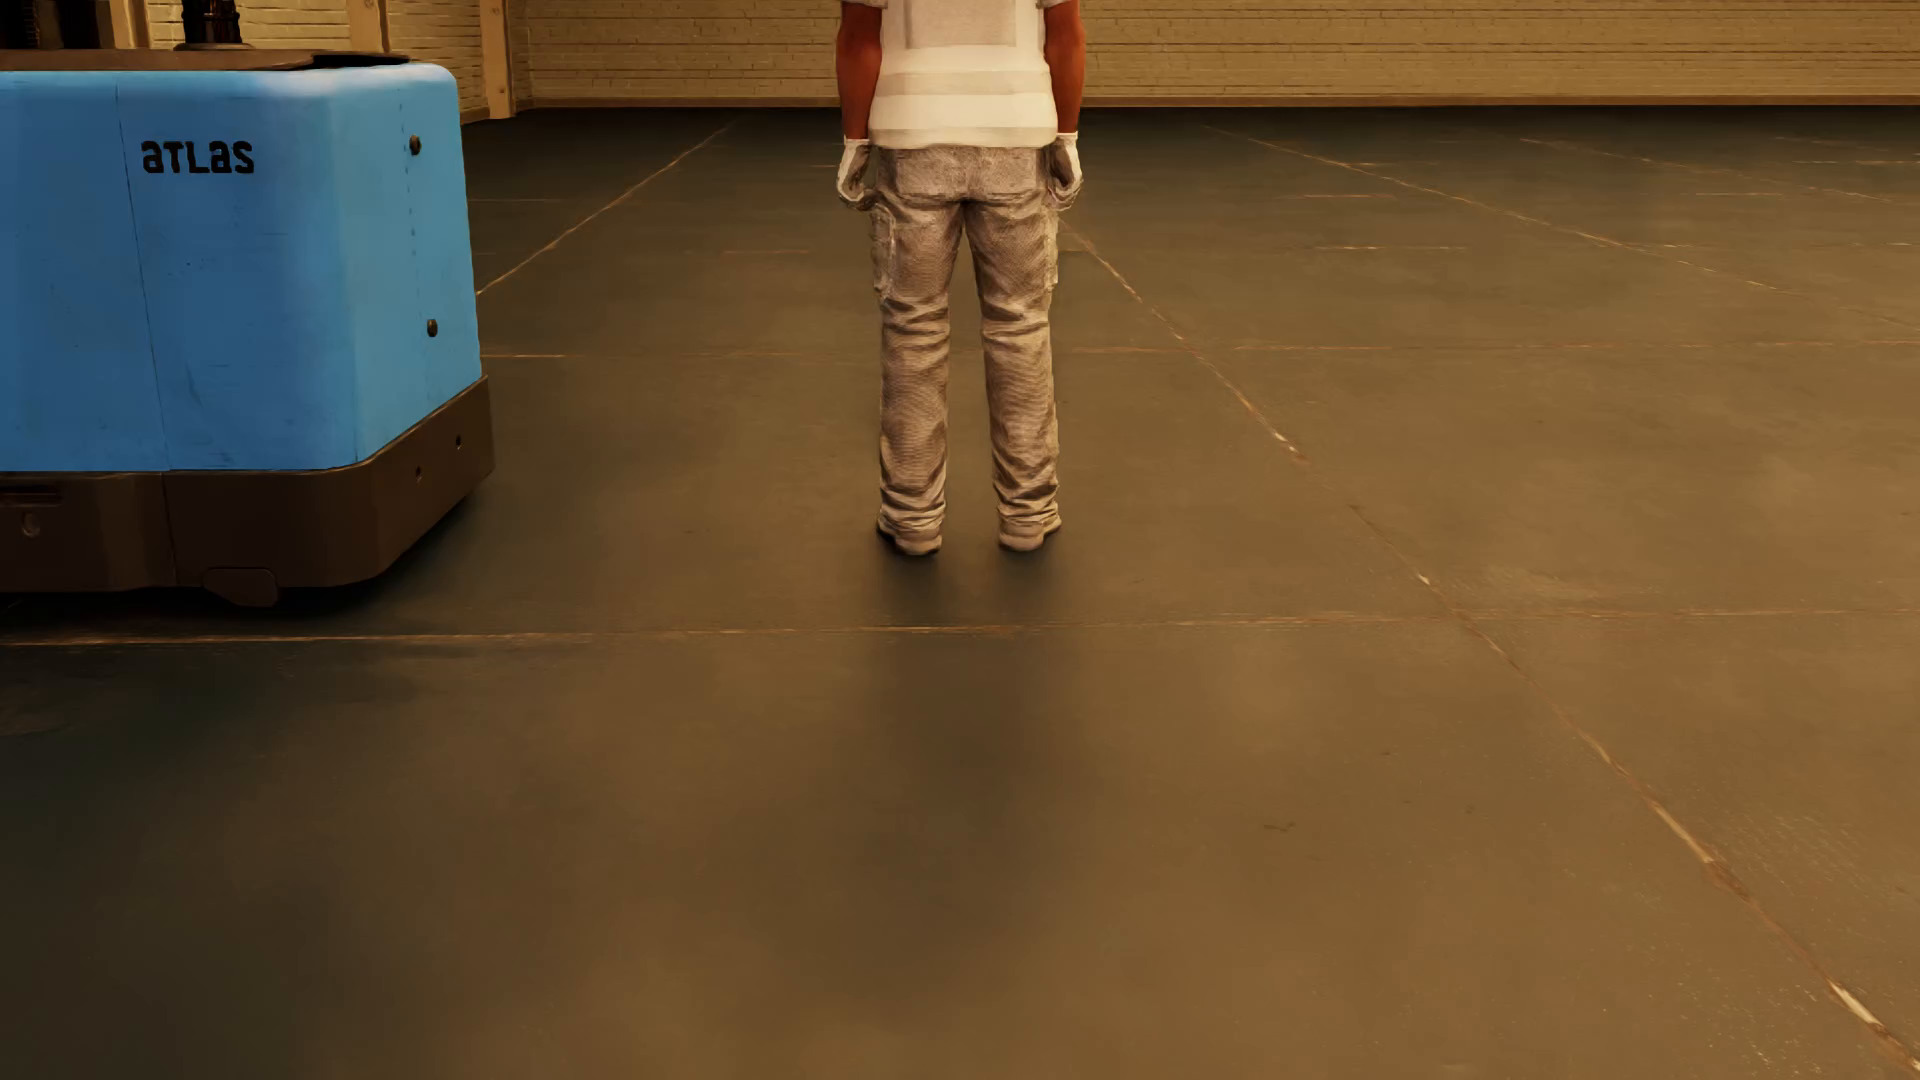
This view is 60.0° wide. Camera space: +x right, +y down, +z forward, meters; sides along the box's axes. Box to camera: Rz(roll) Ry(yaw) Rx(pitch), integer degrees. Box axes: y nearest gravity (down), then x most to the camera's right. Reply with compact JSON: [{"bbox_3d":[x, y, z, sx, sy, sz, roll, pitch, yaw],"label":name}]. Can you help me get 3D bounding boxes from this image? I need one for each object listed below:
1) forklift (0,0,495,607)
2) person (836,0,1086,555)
[{"bbox_3d":[-2.710,-1.392,3.457,3.031,2.935,1.130,0,17,0],"label":"forklift"},{"bbox_3d":[-0.003,-0.854,3.659,0.543,1.789,0.387,-1,17,-3],"label":"person"}]
